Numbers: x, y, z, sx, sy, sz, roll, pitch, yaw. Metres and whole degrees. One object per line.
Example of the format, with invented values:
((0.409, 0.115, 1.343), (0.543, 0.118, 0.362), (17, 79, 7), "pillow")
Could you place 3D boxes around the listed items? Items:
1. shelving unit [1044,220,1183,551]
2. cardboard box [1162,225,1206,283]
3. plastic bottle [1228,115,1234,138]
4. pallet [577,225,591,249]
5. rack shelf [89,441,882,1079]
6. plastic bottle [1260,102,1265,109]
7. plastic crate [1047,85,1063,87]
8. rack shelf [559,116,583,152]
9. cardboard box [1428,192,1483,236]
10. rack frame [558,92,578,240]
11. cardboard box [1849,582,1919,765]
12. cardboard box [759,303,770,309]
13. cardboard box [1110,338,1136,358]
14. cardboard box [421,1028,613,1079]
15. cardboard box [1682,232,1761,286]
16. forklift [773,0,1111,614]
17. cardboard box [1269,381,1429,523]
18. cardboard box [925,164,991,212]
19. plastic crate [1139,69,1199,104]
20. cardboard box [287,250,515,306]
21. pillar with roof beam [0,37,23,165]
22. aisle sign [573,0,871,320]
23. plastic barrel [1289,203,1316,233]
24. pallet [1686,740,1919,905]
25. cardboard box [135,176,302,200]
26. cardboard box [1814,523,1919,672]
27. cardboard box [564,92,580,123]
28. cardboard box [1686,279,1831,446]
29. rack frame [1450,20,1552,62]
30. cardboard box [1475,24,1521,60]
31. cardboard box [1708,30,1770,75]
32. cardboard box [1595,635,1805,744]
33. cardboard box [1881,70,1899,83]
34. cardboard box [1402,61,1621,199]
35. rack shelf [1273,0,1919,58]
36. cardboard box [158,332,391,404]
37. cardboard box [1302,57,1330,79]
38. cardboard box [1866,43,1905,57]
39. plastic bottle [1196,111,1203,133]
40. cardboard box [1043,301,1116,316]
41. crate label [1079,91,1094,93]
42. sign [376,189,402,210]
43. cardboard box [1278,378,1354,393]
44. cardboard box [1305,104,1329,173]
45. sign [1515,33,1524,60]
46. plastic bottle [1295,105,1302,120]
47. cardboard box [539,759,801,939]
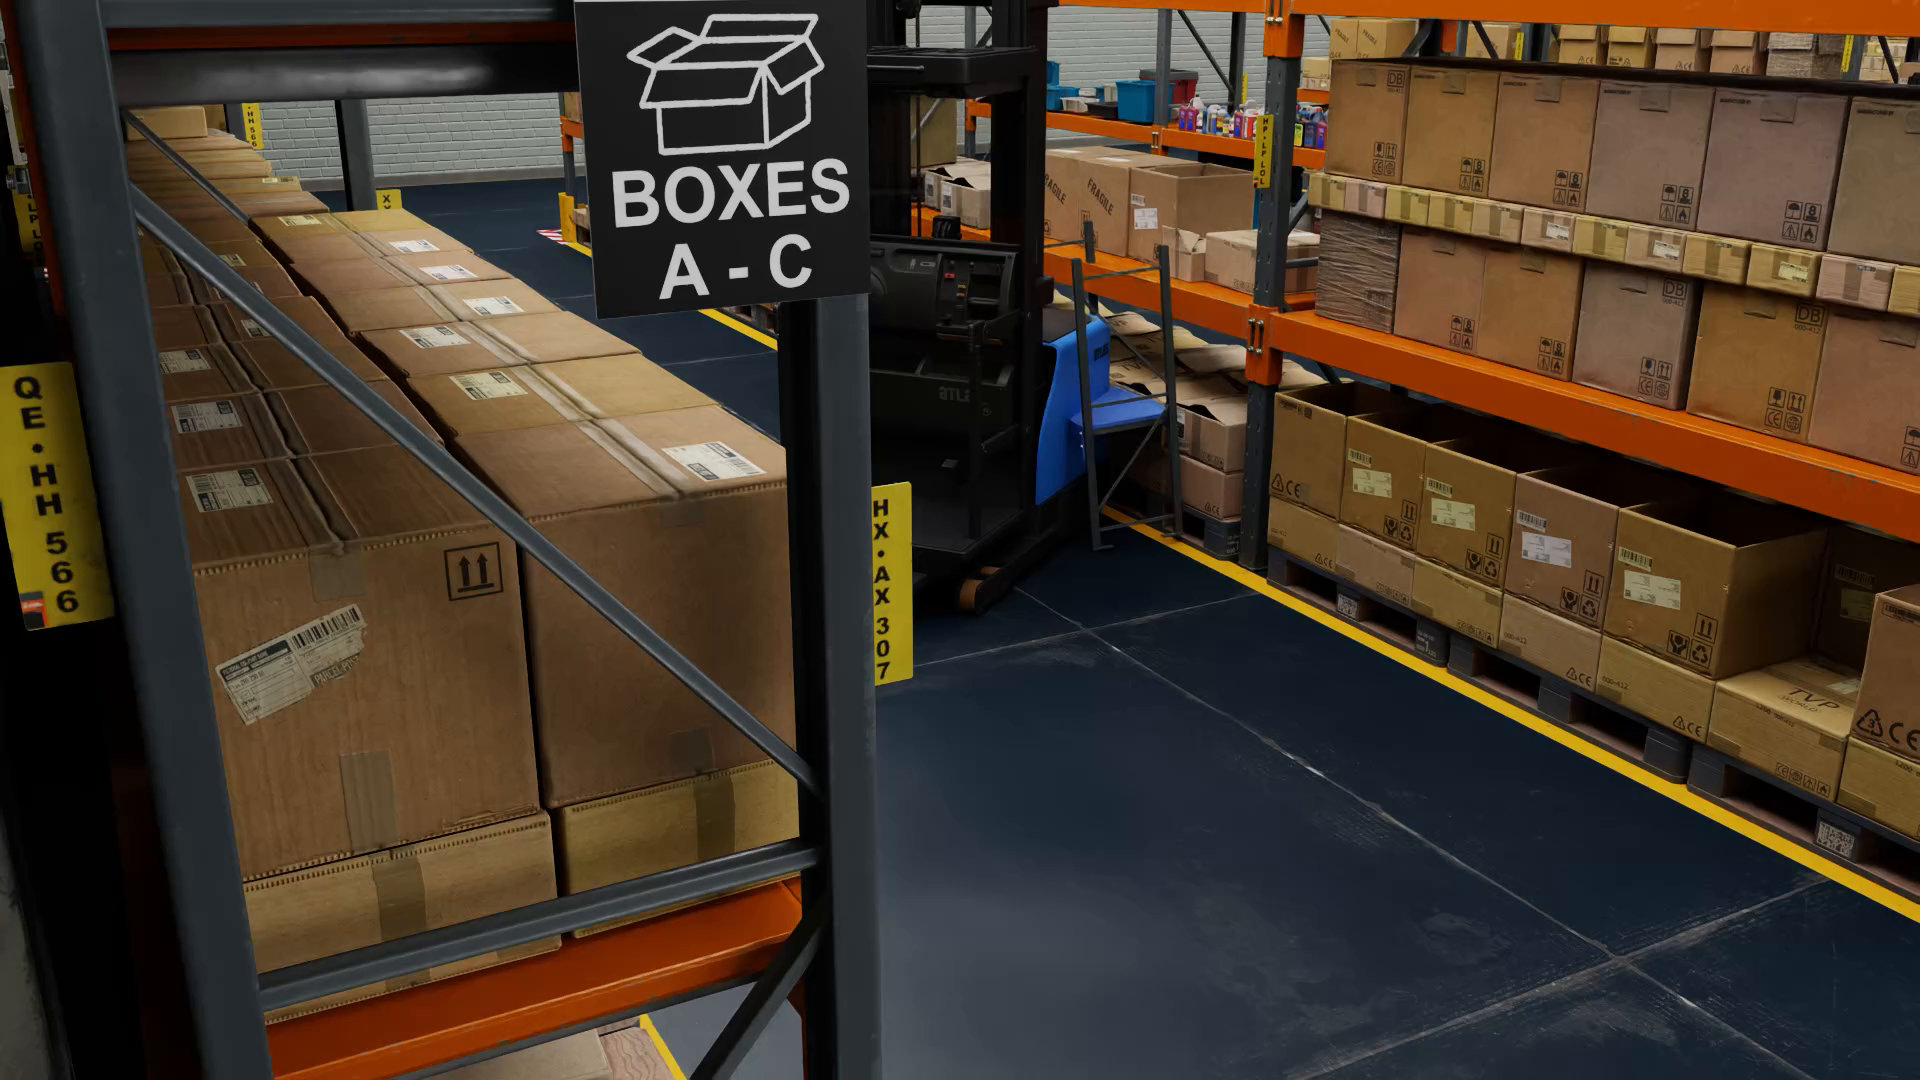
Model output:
((0.698, -0.844, 8.794), (0.538, 1.500, 1.048), (-11, 20, -14), "shelving unit")
((1.282, -1.511, 8.696), (0.396, 0.266, 0.258), (-11, 22, -28), "cardboard box")
((2.605, -3.929, 15.802), (0.097, 0.201, 0.097), (0, 19, 0), "plastic bottle")
((-3.422, -3.227, 17.737), (1.003, 0.211, 1.213), (-10, 21, -27), "pallet")
((-1.547, 0.332, 4.252), (1.077, 0.370, 4.000), (-10, 21, -27), "rack shelf")
((3.021, -4.155, 16.226), (0.144, 0.351, 0.185), (-10, 21, -27), "plastic bottle")
((0.977, -5.011, 18.797), (0.416, 0.233, 0.300), (-10, 21, -27), "plastic crate")
((-2.887, -3.882, 16.461), (1.077, 0.370, 4.000), (-10, 21, -27), "rack shelf")
((2.187, -1.377, 6.952), (0.380, 0.149, 0.250), (-10, 22, -27), "cardboard box")
((-3.837, -4.796, 18.008), (1.000, 3.000, 0.127), (-10, 21, -27), "rack frame")
((3.244, 0.436, 5.267), (0.500, 0.500, 0.500), (-10, 21, -27), "cardboard box")
((-1.429, -2.201, 13.647), (0.500, 0.500, 0.500), (-10, 21, -26), "cardboard box")
((0.694, -1.023, 9.788), (0.500, 0.311, 0.500), (-10, 22, -27), "cardboard box")
((-1.117, 1.253, 3.927), (0.500, 0.311, 0.500), (-8, 21, -22), "cardboard box")
((2.795, -1.008, 5.884), (0.380, 0.149, 0.250), (-9, 21, -25), "cardboard box")
((-0.266, -1.202, 7.698), (1.130, 2.935, 3.031), (9, 21, 24), "forklift")
((1.806, -0.423, 7.756), (0.500, 0.500, 0.500), (-10, 21, -27), "cardboard box")
((0.096, -2.346, 11.045), (0.500, 0.311, 0.500), (-9, 21, -23), "cardboard box")
((2.220, -4.767, 17.736), (0.402, 0.464, 0.583), (-10, 21, -27), "plastic crate")
((-1.528, -0.499, 4.606), (0.500, 0.500, 0.500), (-11, 22, -28), "cardboard box")
((-6.450, -8.171, 18.593), (9.100, 9.000, 0.400), (-10, 21, -27), "pillar with roof beam")
((-0.299, -0.689, 2.121), (0.394, 0.787, 0.004), (-10, 21, -27), "aisle sign")
((3.192, -2.898, 15.679), (0.421, 0.512, 0.421), (0, 19, 0), "plastic barrel")
((3.361, 0.902, 5.769), (1.003, 0.211, 1.213), (-10, 21, -27), "pallet")
((-2.967, -1.151, 6.617), (0.700, 0.500, 0.500), (-8, 20, -21), "cardboard box")
((3.463, 0.212, 5.916), (0.500, 0.500, 0.500), (-10, 21, -27), "cardboard box")
((-3.858, -4.675, 17.504), (0.500, 0.500, 0.500), (-9, 21, -26), "cardboard box")
((3.066, -0.679, 5.925), (0.700, 0.500, 0.500), (-10, 21, -26), "cardboard box")
((4.323, -3.265, 13.573), (1.000, 3.000, 0.127), (-10, 21, -27), "rack frame")
((6.329, -5.696, 19.240), (0.500, 0.500, 0.500), (-9, 21, -25), "cardboard box")
((8.042, -4.954, 16.775), (0.797, 0.503, 0.637), (-9, 21, -25), "cardboard box")
((2.759, 0.505, 6.216), (0.500, 0.250, 0.500), (-10, 21, -27), "cardboard box")
((11.348, -5.592, 20.058), (0.380, 0.149, 0.250), (-10, 21, -26), "cardboard box")
((2.319, -1.740, 7.011), (0.700, 0.500, 0.500), (-10, 21, -27), "cardboard box")
((2.811, -1.855, 5.989), (1.077, 0.370, 4.000), (-10, 21, -27), "rack shelf")
((-1.488, -0.124, 3.517), (0.500, 0.500, 0.500), (-11, 22, -28), "cardboard box")
((4.873, -6.219, 21.907), (0.500, 0.250, 0.500), (-11, 22, -28), "cardboard box")
((11.235, -5.944, 20.164), (0.380, 0.149, 0.250), (-10, 21, -26), "cardboard box")
((2.356, -4.080, 16.238), (0.097, 0.201, 0.097), (0, 19, 0), "plastic bottle")
((0.680, -1.403, 10.886), (0.500, 0.311, 0.500), (-10, 22, -27), "cardboard box")
((1.349, -5.098, 19.196), (0.396, 0.136, 0.243), (-10, 21, -27), "crate label")
((-2.023, -1.078, 5.907), (0.100, 0.325, 0.005), (-10, 21, -27), "sign")
((1.884, -0.672, 8.769), (0.500, 0.311, 0.500), (-10, 21, -26), "cardboard box")
((5.257, -5.352, 22.233), (0.875, 0.875, 0.875), (-10, 21, -27), "cardboard box")
((6.295, -5.541, 18.719), (0.100, 0.325, 0.005), (-10, 21, -27), "sign")
((3.022, -3.764, 15.093), (0.144, 0.351, 0.185), (-10, 21, -27), "plastic bottle")
((-0.549, 0.438, 3.040), (0.500, 0.250, 0.500), (-11, 22, -28), "cardboard box")
